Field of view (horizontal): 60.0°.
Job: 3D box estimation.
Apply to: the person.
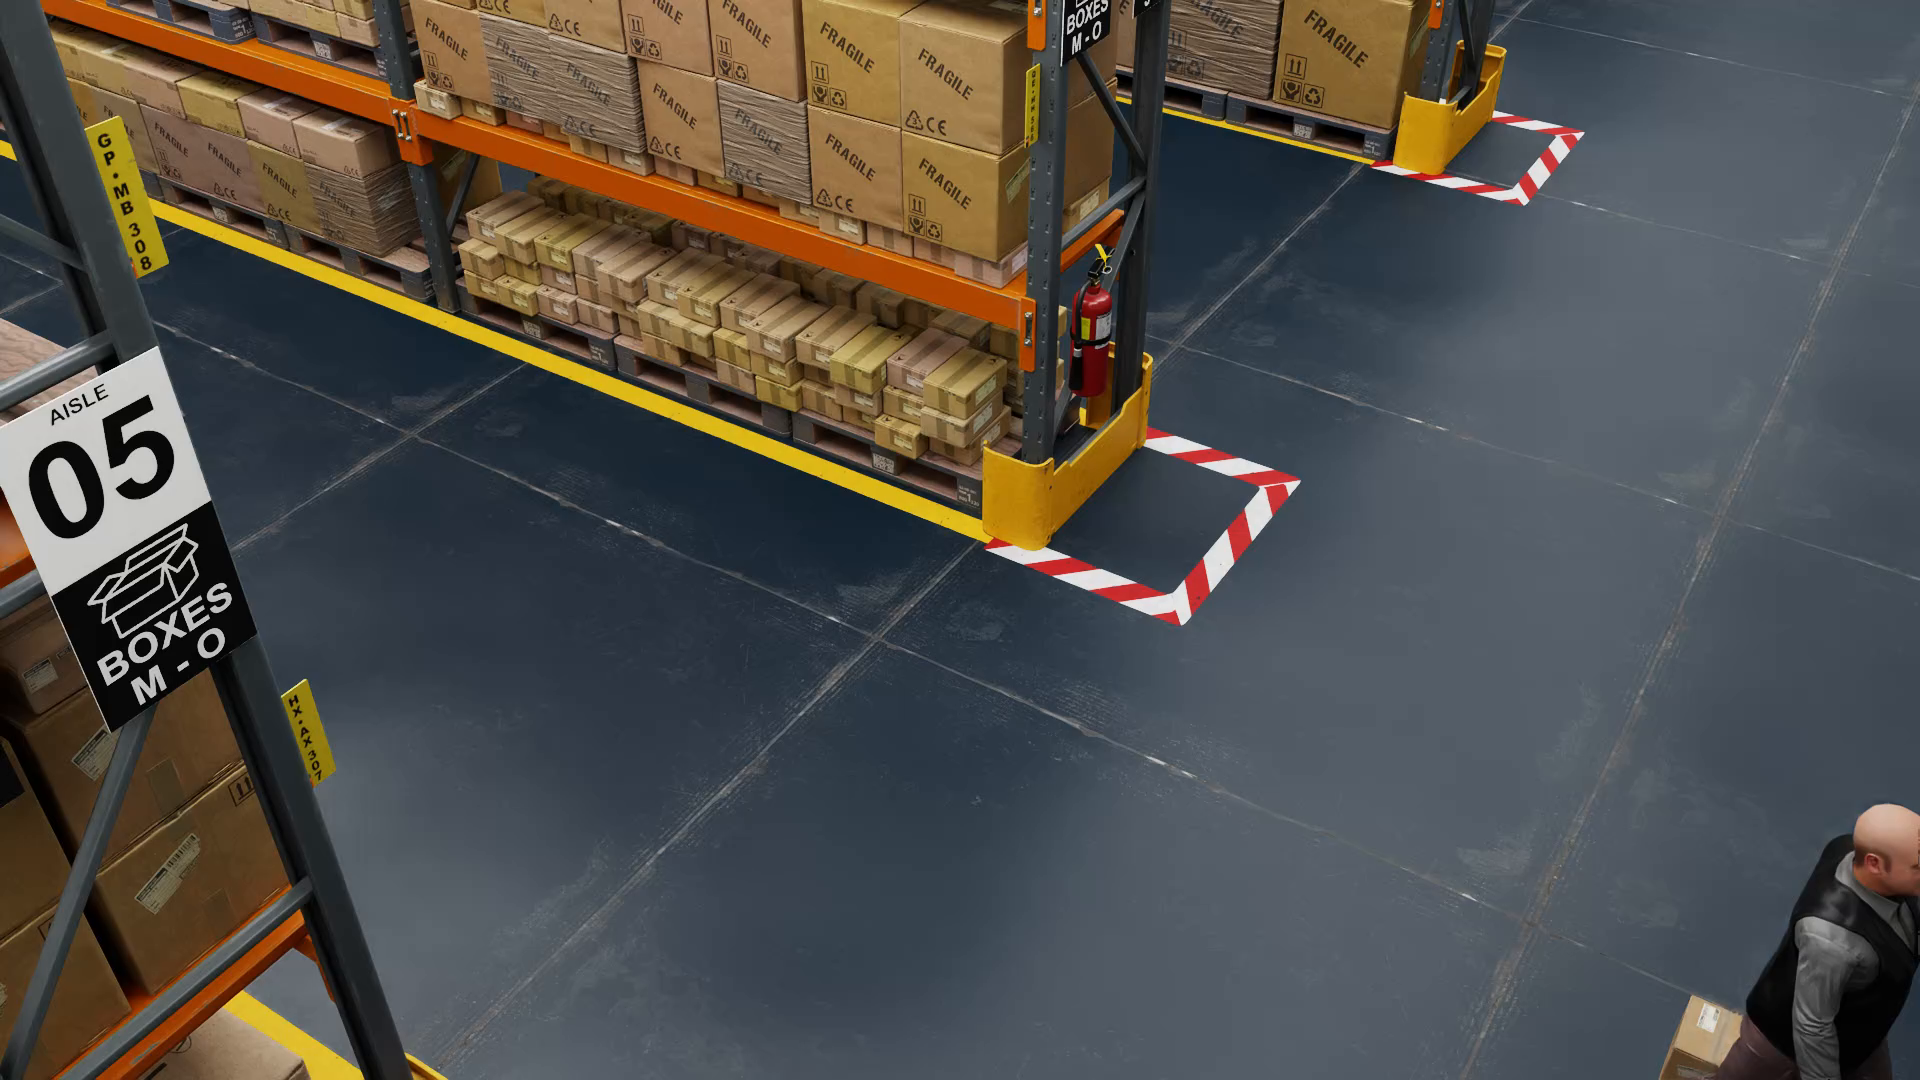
[{"bbox_3d":[2.517,1.453,4.876,0.691,1.776,0.572,31,47,33],"label":"person"}]
